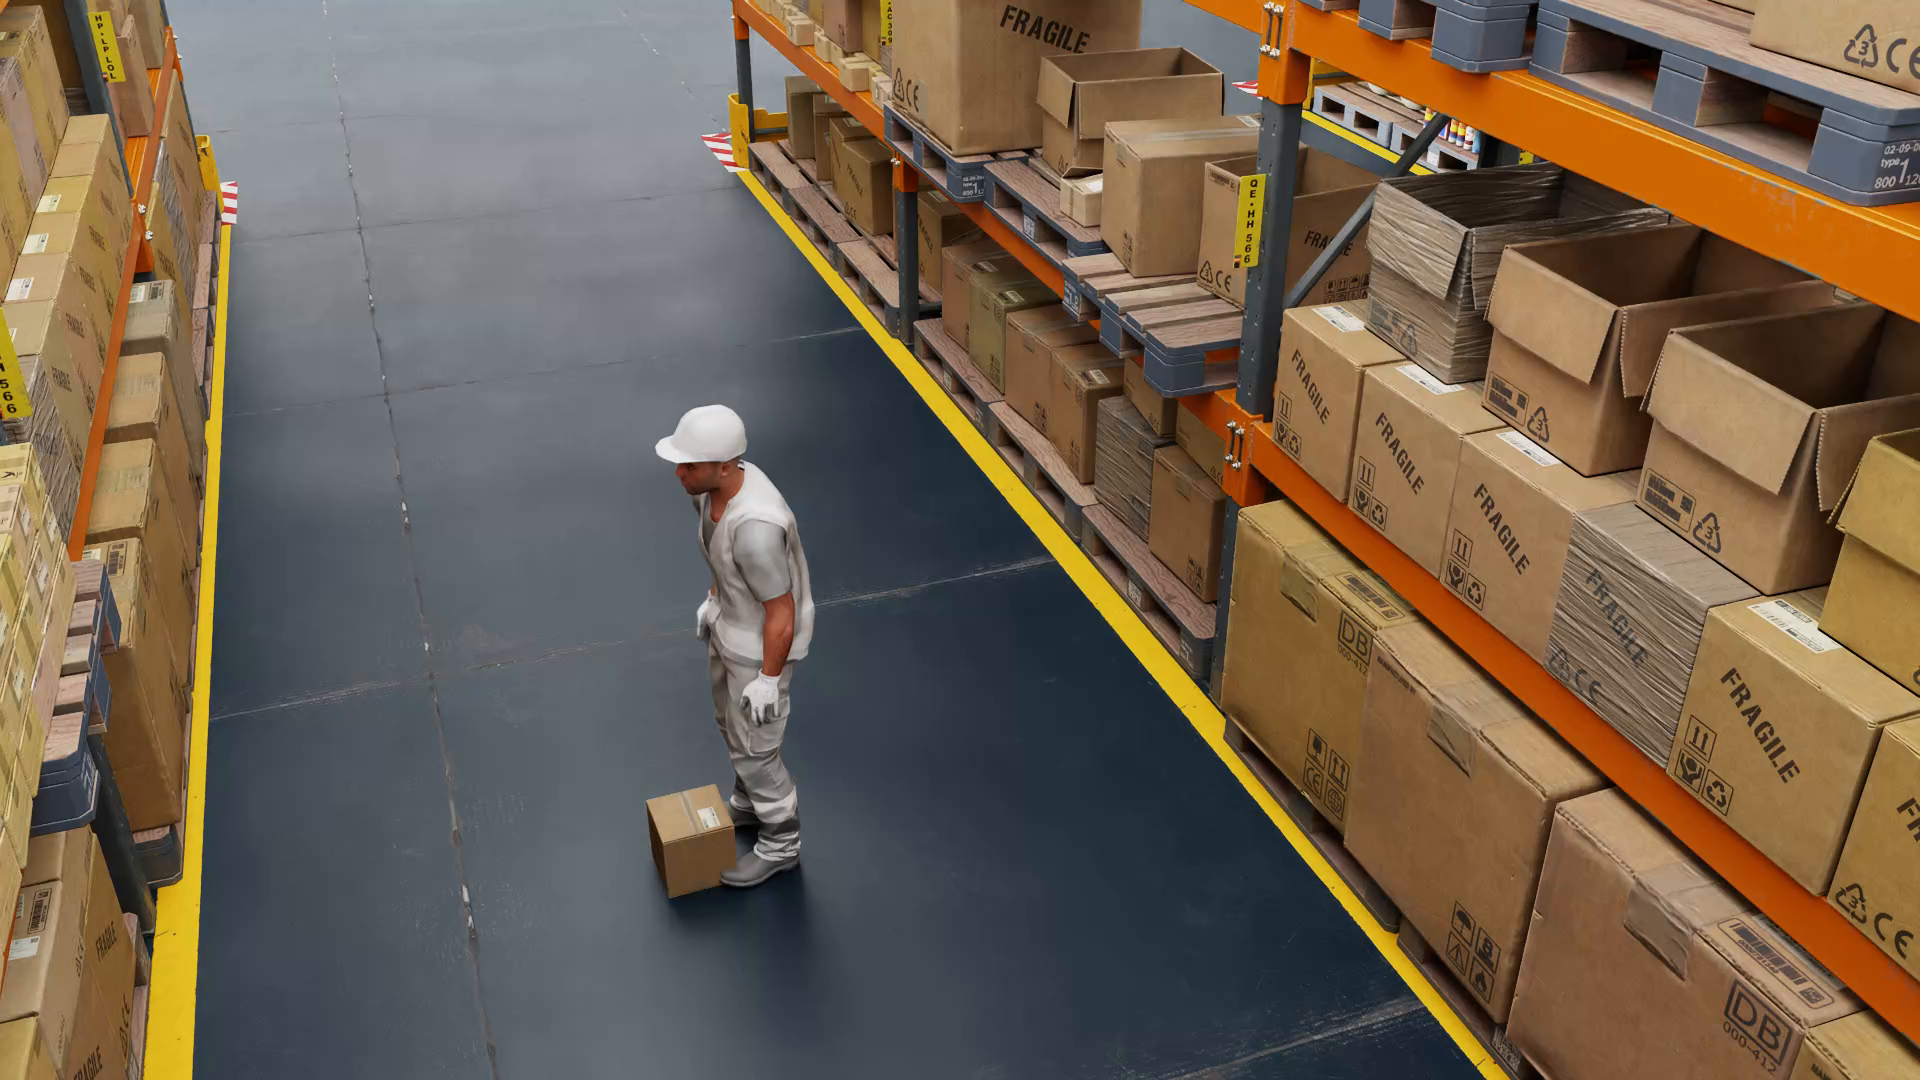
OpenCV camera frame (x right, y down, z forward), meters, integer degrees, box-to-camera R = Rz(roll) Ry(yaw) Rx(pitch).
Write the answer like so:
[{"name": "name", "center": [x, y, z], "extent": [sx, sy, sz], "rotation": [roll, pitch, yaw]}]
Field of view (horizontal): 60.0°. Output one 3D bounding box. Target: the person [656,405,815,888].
[{"name": "person", "center": [-0.721, 0.348, 5.500], "extent": [0.453, 1.778, 0.616], "rotation": [-12, 32, -21]}]
